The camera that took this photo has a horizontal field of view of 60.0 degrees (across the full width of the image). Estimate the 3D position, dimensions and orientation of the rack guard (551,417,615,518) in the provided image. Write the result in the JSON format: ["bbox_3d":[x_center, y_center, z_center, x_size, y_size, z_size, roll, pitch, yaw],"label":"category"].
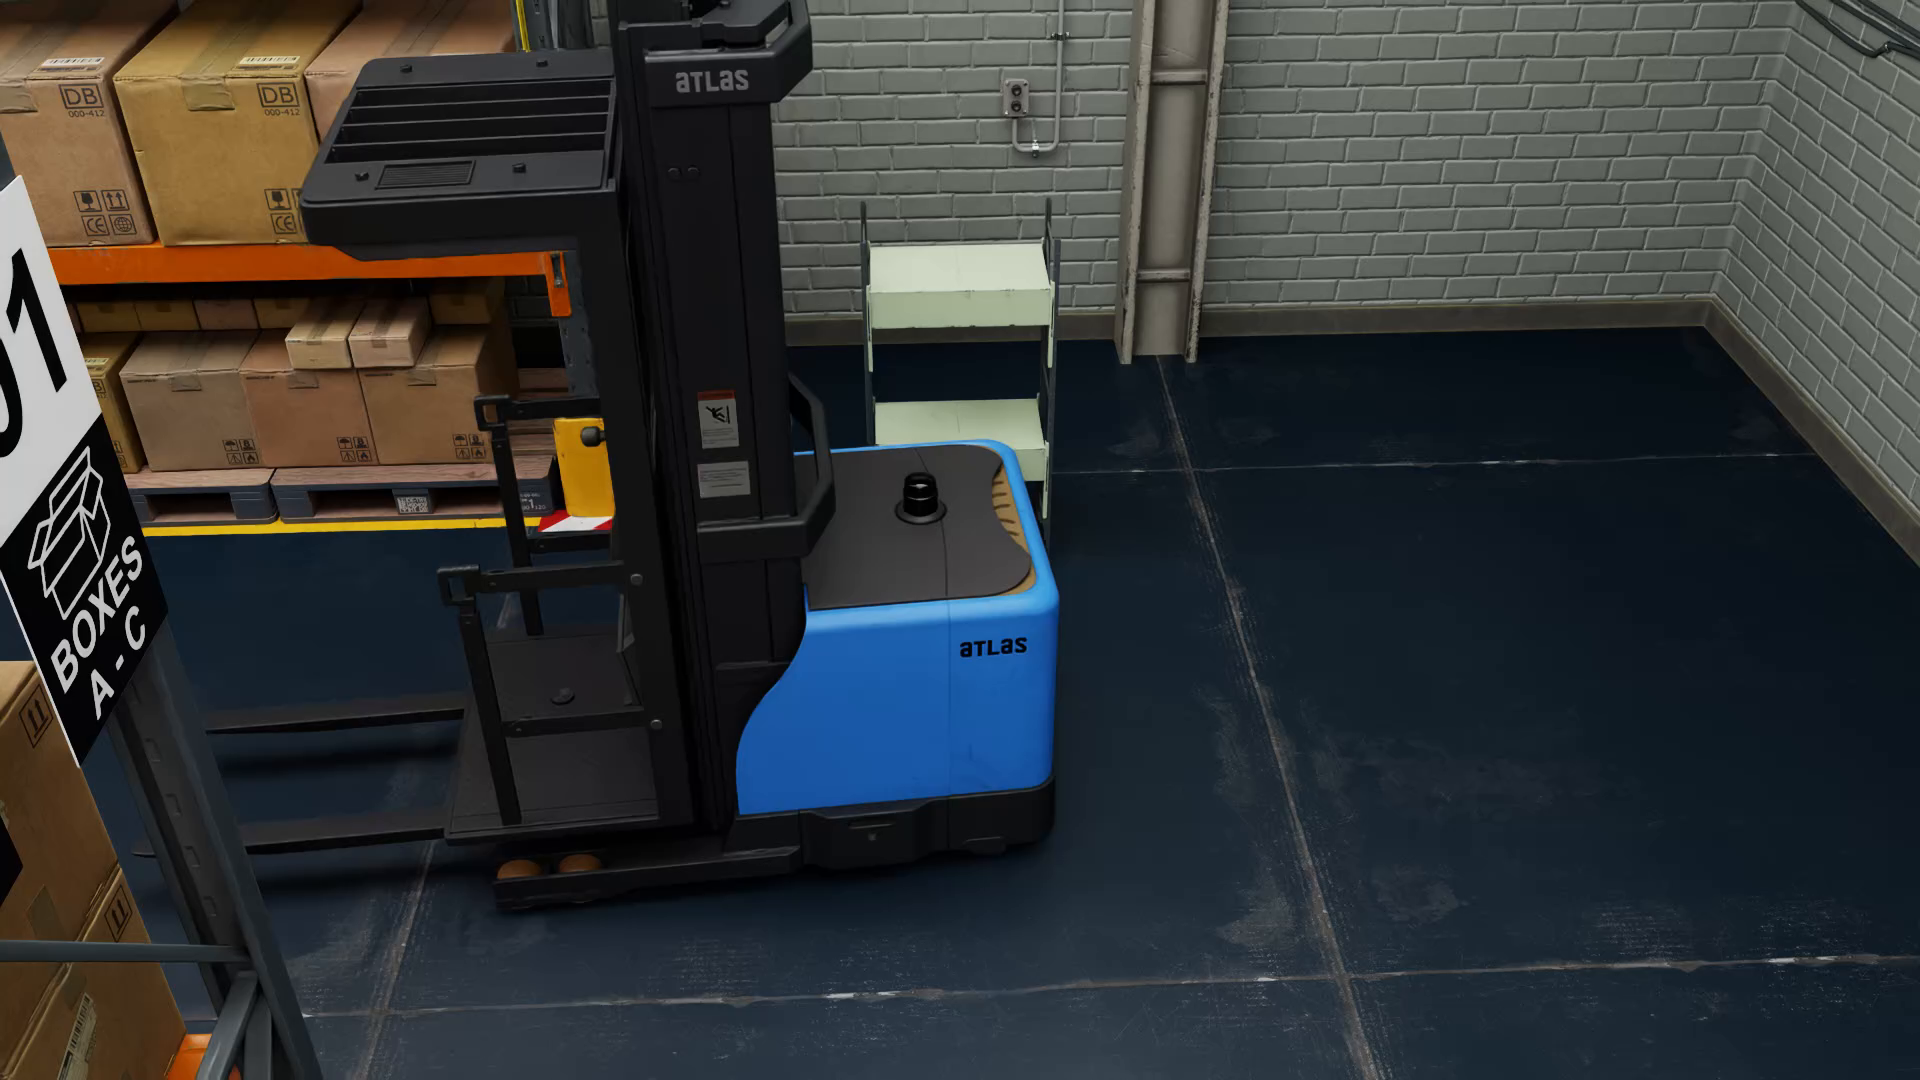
[{"bbox_3d":[-1.615,-0.641,7.737,0.348,0.500,1.175,-2,35,-2],"label":"rack guard"}]

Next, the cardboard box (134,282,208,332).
[{"bbox_3d":[-3.484,-1.086,7.441,0.250,0.149,0.380,-1,35,-2],"label":"cardboard box"}]

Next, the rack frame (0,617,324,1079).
[{"bbox_3d":[-1.400,1.147,2.956,0.127,3.000,1.000,-2,35,-2],"label":"rack frame"}]

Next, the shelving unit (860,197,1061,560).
[{"bbox_3d":[-0.007,-0.617,6.823,0.755,1.500,0.431,-2,35,-2],"label":"shelving unit"}]

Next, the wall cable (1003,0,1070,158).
[{"bbox_3d":[-0.404,-2.658,7.563,1.851,1.984,0.084,-2,35,-2],"label":"wall cable"}]

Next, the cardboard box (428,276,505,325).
[{"bbox_3d":[-2.218,-1.121,7.492,0.250,0.149,0.380,-1,35,-2],"label":"cardboard box"}]

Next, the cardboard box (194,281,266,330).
[{"bbox_3d":[-3.228,-1.093,7.452,0.250,0.149,0.380,-1,35,-2],"label":"cardboard box"}]

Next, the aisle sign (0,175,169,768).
[{"bbox_3d":[-1.346,-0.090,2.460,0.004,0.787,0.394,-2,35,-2],"label":"aisle sign"}]

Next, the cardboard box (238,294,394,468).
[{"bbox_3d":[-2.833,-0.724,7.488,0.500,0.500,0.700,-2,35,-2],"label":"cardboard box"}]

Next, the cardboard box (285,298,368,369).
[{"bbox_3d":[-2.708,-0.890,7.157,0.250,0.149,0.380,-1,35,-1],"label":"cardboard box"}]

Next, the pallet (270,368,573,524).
[{"bbox_3d":[-2.434,-0.456,7.723,1.213,0.211,1.003,-2,35,-2],"label":"pallet"}]

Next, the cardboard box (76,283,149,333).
[{"bbox_3d":[-3.737,-1.080,7.432,0.250,0.149,0.380,-2,35,-3],"label":"cardboard box"}]

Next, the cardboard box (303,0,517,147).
[{"bbox_3d":[-2.148,-1.772,6.911,0.700,0.700,0.980,0,35,0],"label":"cardboard box"}]

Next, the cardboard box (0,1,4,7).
[{"bbox_3d":[-4.362,-1.706,6.815,0.700,0.700,0.980,-2,35,-3],"label":"cardboard box"}]

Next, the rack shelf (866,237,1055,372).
[{"bbox_3d":[-0.007,-0.937,6.601,0.720,0.370,0.431,-2,35,-2],"label":"rack shelf"}]

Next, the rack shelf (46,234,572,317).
[{"bbox_3d":[-3.636,-1.319,7.152,4.000,0.370,1.077,-2,35,-2],"label":"rack shelf"}]

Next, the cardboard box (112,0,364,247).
[{"bbox_3d":[-2.874,-1.746,6.874,0.700,0.700,0.980,-2,35,-3],"label":"cardboard box"}]

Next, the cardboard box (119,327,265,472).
[{"bbox_3d":[-3.335,-0.710,7.468,0.500,0.500,0.700,-3,35,-4],"label":"cardboard box"}]

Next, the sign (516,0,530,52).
[{"bbox_3d":[-1.627,-1.933,6.182,0.005,0.325,0.100,-2,35,-2],"label":"sign"}]

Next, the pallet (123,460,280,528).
[{"bbox_3d":[-3.649,-0.425,7.678,1.213,0.211,1.003,-2,35,-2],"label":"pallet"}]

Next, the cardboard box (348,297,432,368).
[{"bbox_3d":[-2.453,-0.897,7.168,0.250,0.149,0.380,-2,35,-3],"label":"cardboard box"}]

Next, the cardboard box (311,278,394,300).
[{"bbox_3d":[-2.724,-1.107,7.471,0.250,0.149,0.380,-1,35,-2],"label":"cardboard box"}]

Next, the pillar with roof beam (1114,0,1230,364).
[{"bbox_3d":[1.221,-2.253,2.597,0.400,9.000,9.100,-2,35,-2],"label":"pillar with roof beam"}]

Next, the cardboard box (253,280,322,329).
[{"bbox_3d":[-2.974,-1.101,7.462,0.250,0.149,0.380,-1,35,-2],"label":"cardboard box"}]

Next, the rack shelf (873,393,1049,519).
[{"bbox_3d":[-0.007,-0.348,7.008,0.720,0.370,0.431,-2,35,-2],"label":"rack shelf"}]

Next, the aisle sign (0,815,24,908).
[{"bbox_3d":[-1.318,0.251,1.967,0.004,0.787,0.394,-2,35,-2],"label":"aisle sign"}]

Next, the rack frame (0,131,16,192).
[{"bbox_3d":[-1.400,-1.320,1.249,0.127,3.000,1.000,-2,35,-2],"label":"rack frame"}]

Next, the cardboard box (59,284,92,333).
[{"bbox_3d":[-3.995,-1.072,7.421,0.250,0.149,0.380,-1,35,-2],"label":"cardboard box"}]

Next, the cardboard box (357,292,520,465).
[{"bbox_3d":[-2.333,-0.737,7.507,0.500,0.500,0.700,-2,35,-2],"label":"cardboard box"}]

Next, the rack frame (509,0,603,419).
[{"bbox_3d":[-1.639,-1.668,7.025,0.127,3.000,1.000,-2,35,-2],"label":"rack frame"}]

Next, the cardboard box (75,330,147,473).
[{"bbox_3d":[-3.867,-0.692,7.441,0.500,0.500,0.700,-1,35,-1],"label":"cardboard box"}]

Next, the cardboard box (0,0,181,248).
[{"bbox_3d":[-3.636,-1.731,6.852,0.700,0.700,0.980,-3,35,-5],"label":"cardboard box"}]

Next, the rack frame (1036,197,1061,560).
[{"bbox_3d":[0.359,-0.626,6.837,0.023,1.500,0.400,-2,35,-2],"label":"rack frame"}]

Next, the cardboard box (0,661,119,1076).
[{"bbox_3d":[-1.856,0.557,2.843,0.500,0.500,0.500,-1,35,-1],"label":"cardboard box"}]

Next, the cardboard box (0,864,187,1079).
[{"bbox_3d":[-1.856,0.968,3.127,0.500,0.500,0.500,-1,35,-1],"label":"cardboard box"}]

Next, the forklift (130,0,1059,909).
[{"bbox_3d":[-1.235,-0.308,5.120,3.031,2.935,1.130,-4,35,-6],"label":"forklift"}]

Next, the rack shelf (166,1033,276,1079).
[{"bbox_3d":[-3.398,1.497,3.083,4.000,0.370,1.077,-2,35,-2],"label":"rack shelf"}]

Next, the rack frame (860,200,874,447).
[{"bbox_3d":[-0.372,-0.607,6.809,0.023,1.500,0.400,-2,35,-2],"label":"rack frame"}]
